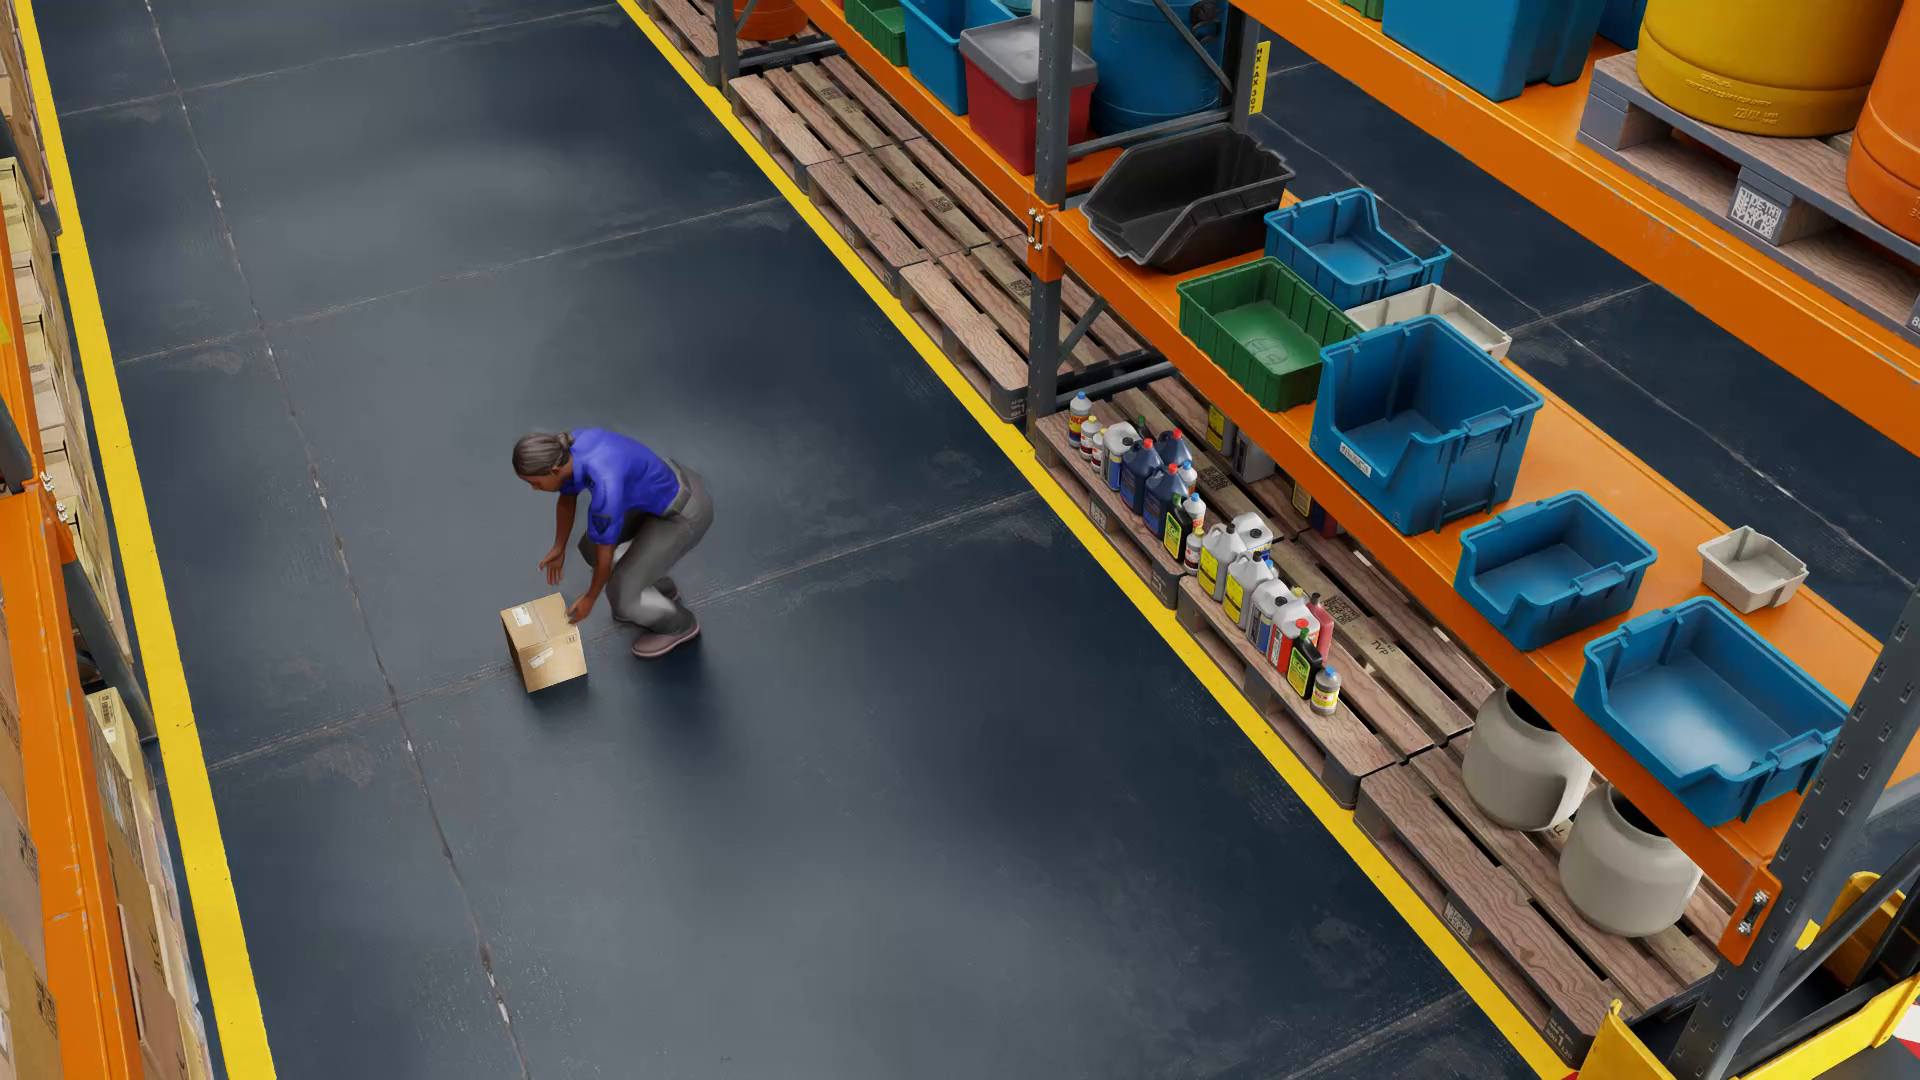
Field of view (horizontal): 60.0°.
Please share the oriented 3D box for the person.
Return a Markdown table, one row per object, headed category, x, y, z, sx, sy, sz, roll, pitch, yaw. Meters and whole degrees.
| category | x | y | z | sx | sy | sz | roll | pitch | yaw |
| --- | --- | --- | --- | --- | --- | --- | --- | --- | --- |
| person | -1.327 | -0.031 | 6.580 | 0.731 | 1.158 | 0.501 | -19 | 45 | -20 |
